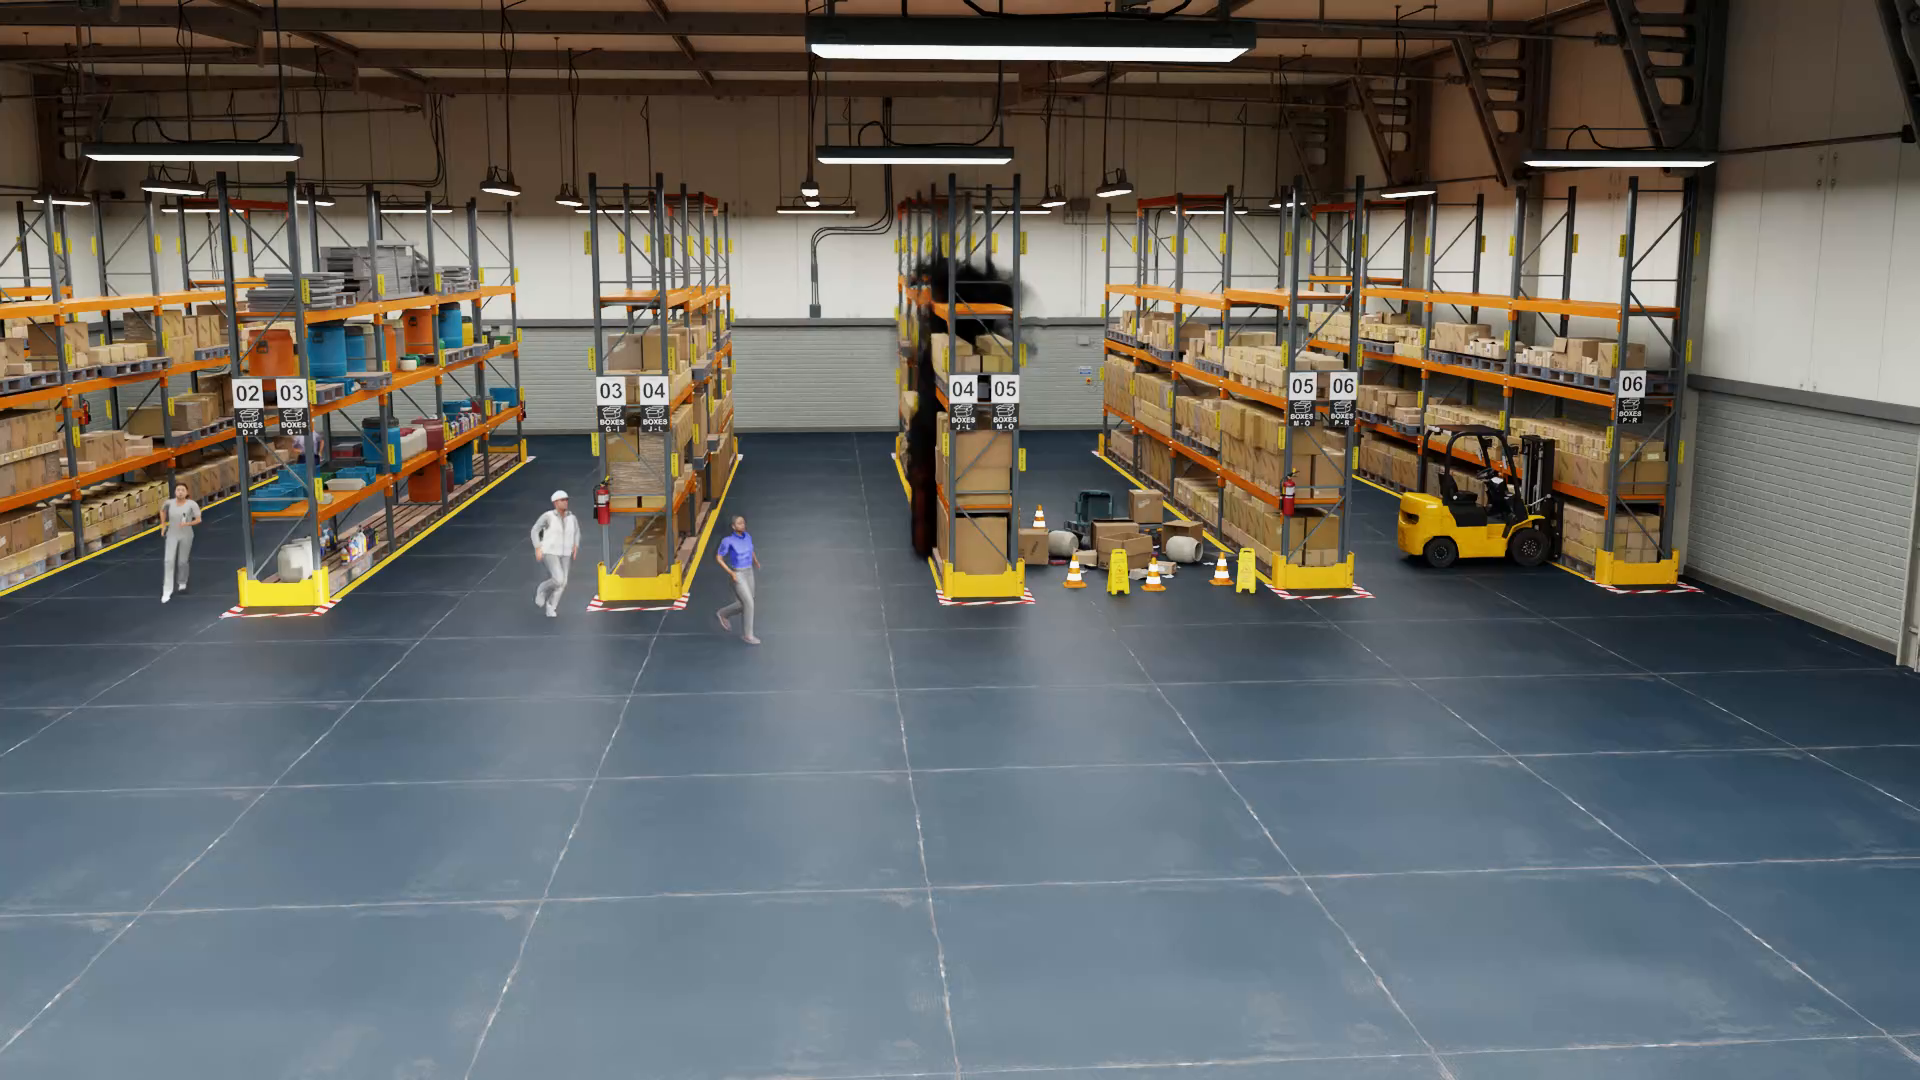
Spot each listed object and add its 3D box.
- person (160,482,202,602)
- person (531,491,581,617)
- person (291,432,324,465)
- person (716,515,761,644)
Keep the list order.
[{"bbox_3d":[-11.241,-0.009,24.025,0.588,1.694,0.826,-3,11,-19],"label":"person"},{"bbox_3d":[-5.472,0.180,22.803,0.684,1.699,0.526,-9,13,-40],"label":"person"},{"bbox_3d":[-12.735,-1.517,32.523,0.609,1.648,0.921,-4,11,-20],"label":"person"},{"bbox_3d":[-2.841,0.488,21.318,0.707,1.649,0.576,7,12,35],"label":"person"}]
